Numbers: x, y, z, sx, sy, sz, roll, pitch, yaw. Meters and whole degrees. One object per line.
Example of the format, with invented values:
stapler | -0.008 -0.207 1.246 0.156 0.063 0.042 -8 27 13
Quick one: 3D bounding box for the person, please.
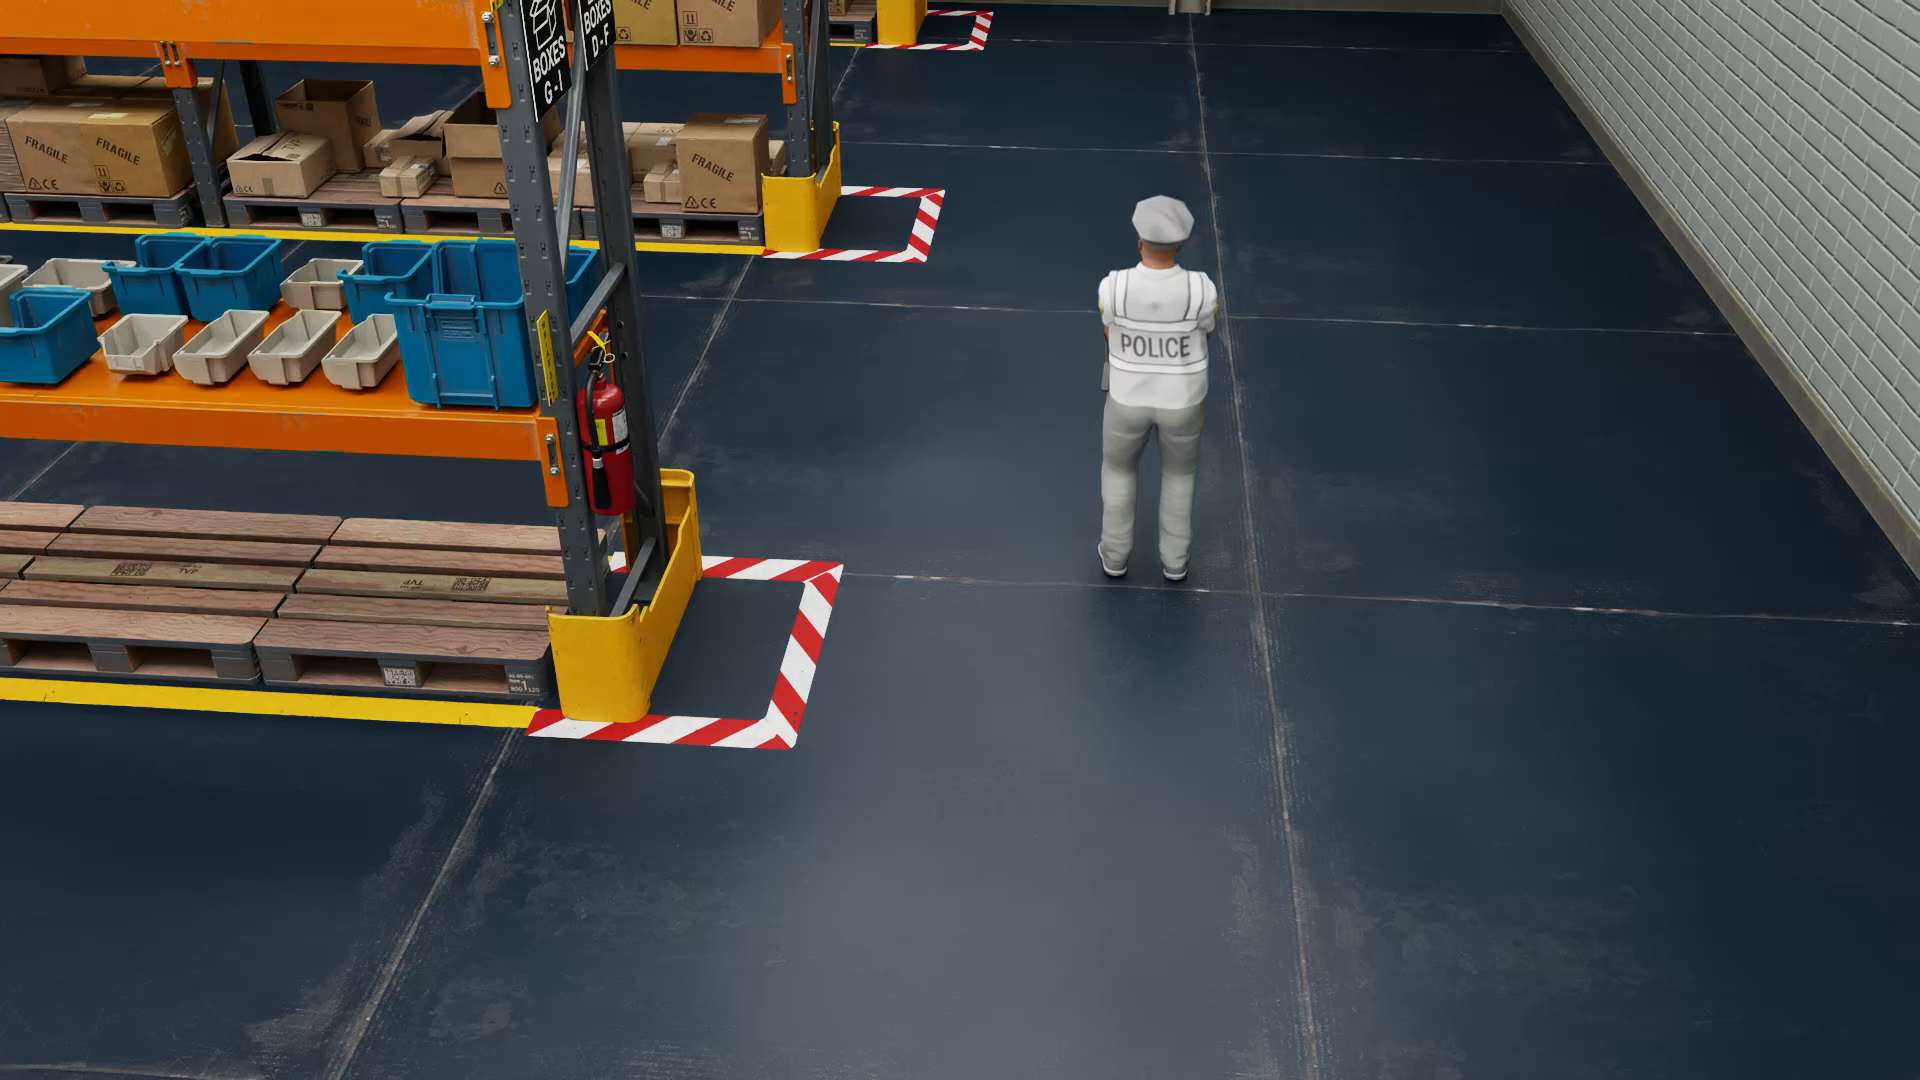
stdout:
person | 0.830 -0.672 7.198 0.494 1.766 0.564 3 32 5
